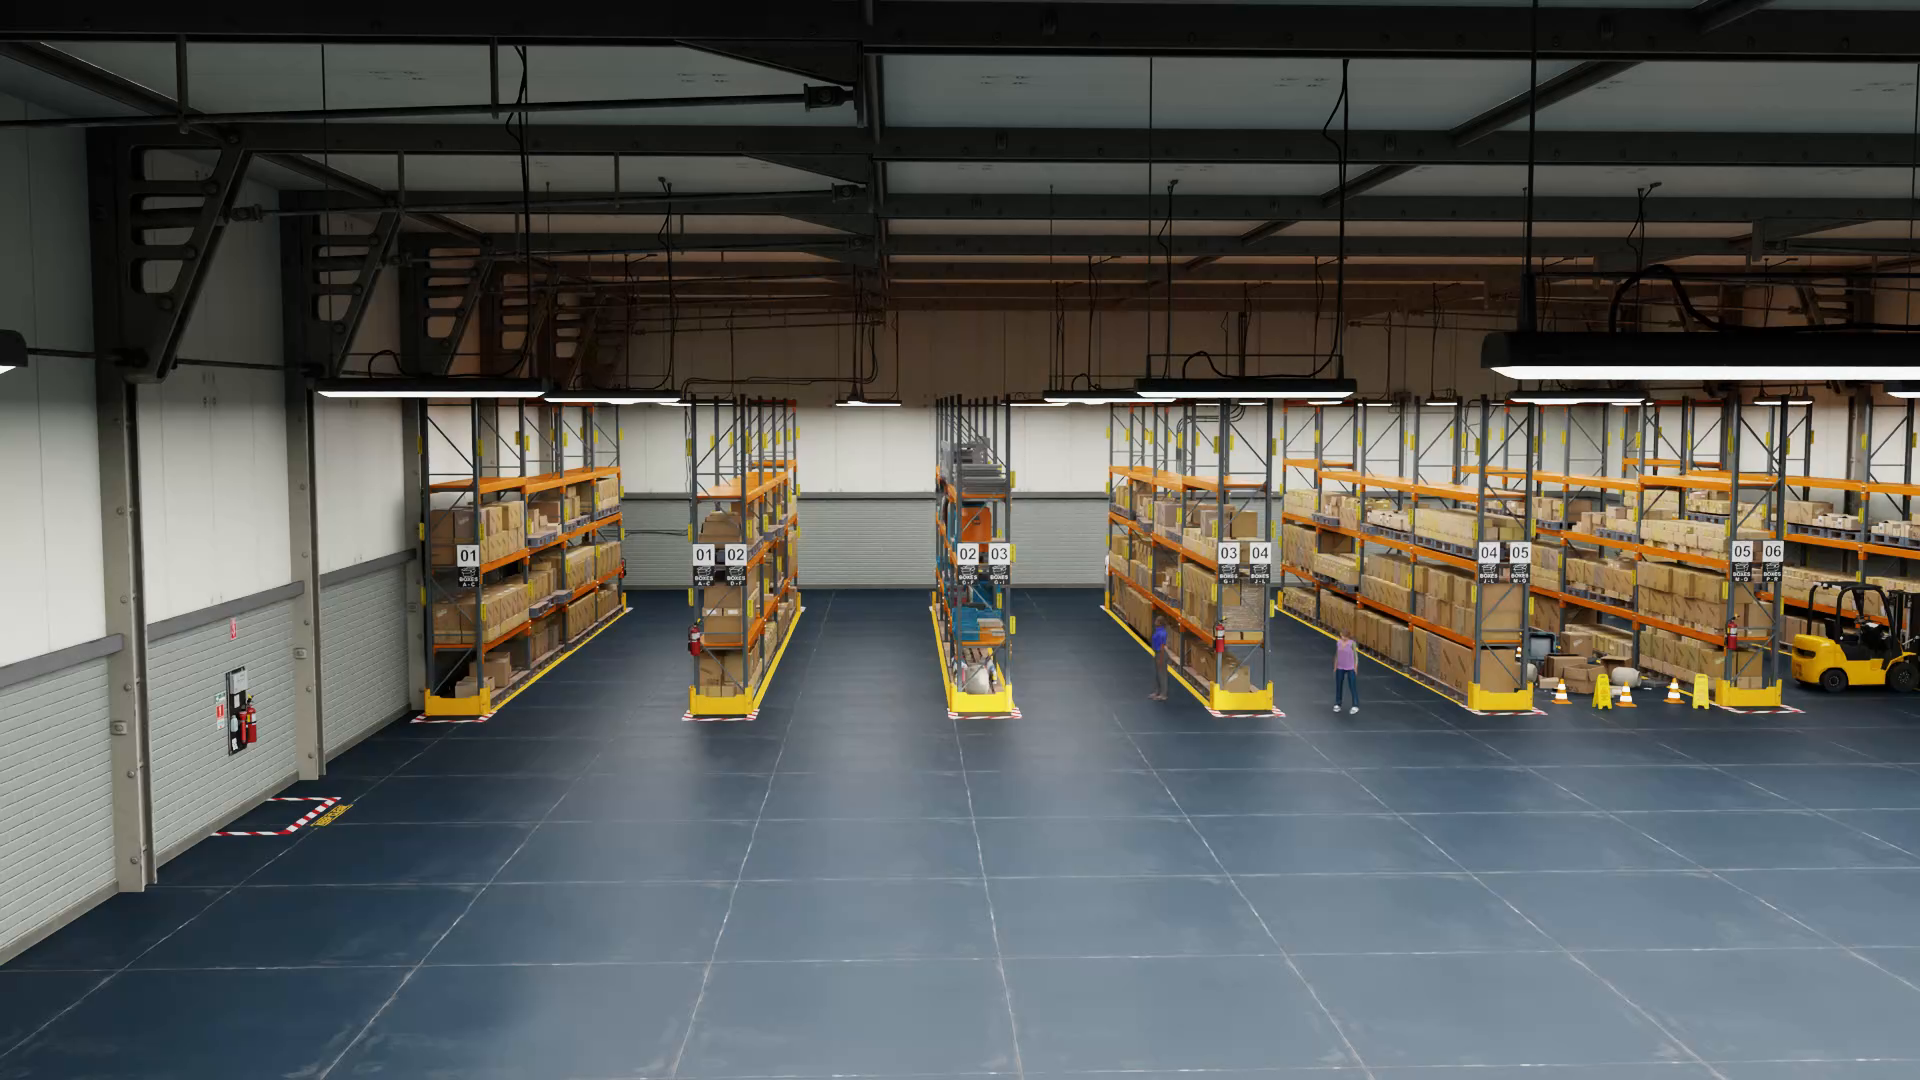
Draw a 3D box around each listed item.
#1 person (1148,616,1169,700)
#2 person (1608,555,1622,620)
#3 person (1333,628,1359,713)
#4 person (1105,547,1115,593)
[{"bbox_3d":[3.922,2.316,32.766,0.375,1.647,0.533,0,5,-5],"label":"person"},{"bbox_3d":[17.836,1.301,45.172,0.450,1.811,0.602,2,5,20],"label":"person"},{"bbox_3d":[7.273,2.452,31.402,0.495,1.596,0.354,3,6,36],"label":"person"},{"bbox_3d":[4.475,1.044,49.001,0.450,1.709,0.421,-1,5,-16],"label":"person"}]
